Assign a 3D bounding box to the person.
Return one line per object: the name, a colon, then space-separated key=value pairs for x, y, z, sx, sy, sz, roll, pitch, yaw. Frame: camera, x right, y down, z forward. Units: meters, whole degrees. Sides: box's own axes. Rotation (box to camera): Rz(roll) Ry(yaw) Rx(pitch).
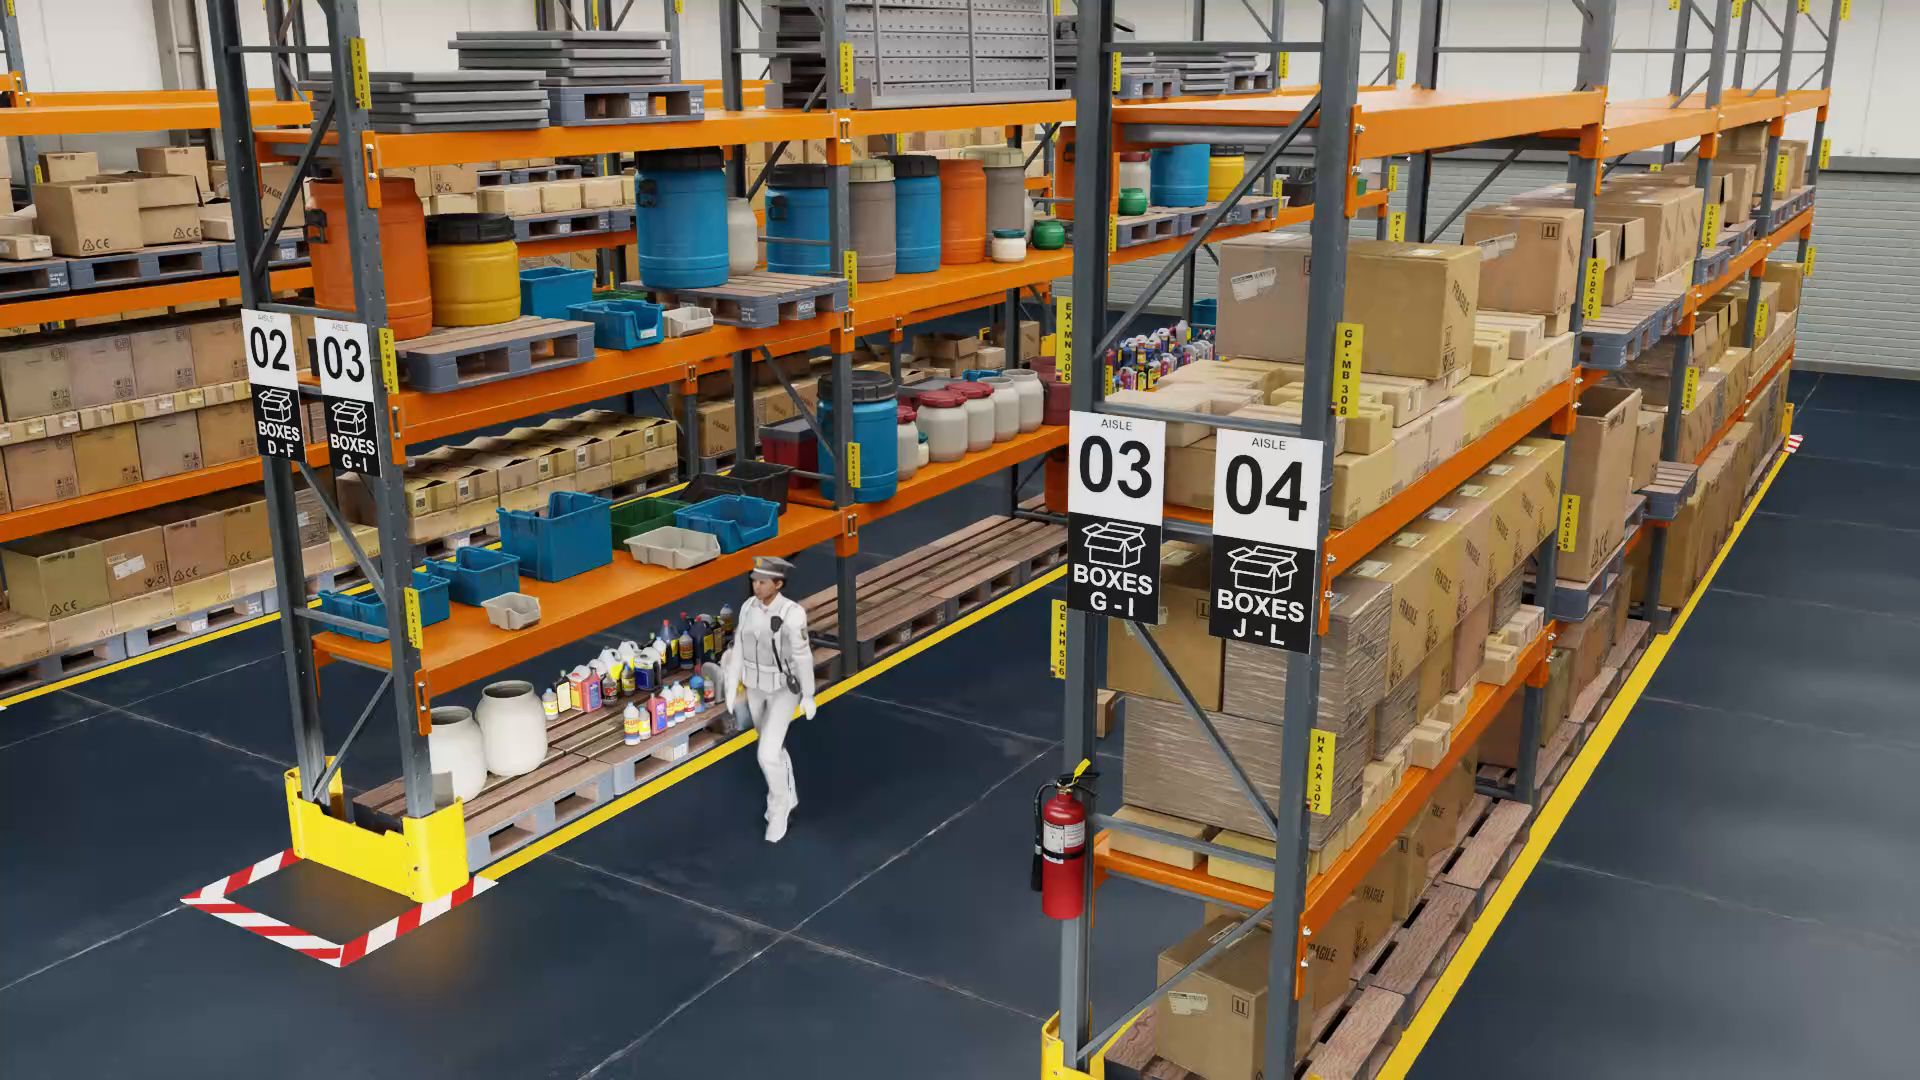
person: x=-1.137 y=0.914 z=9.844 sx=0.523 sy=1.729 sz=0.500 roll=10 pitch=19 yaw=31
